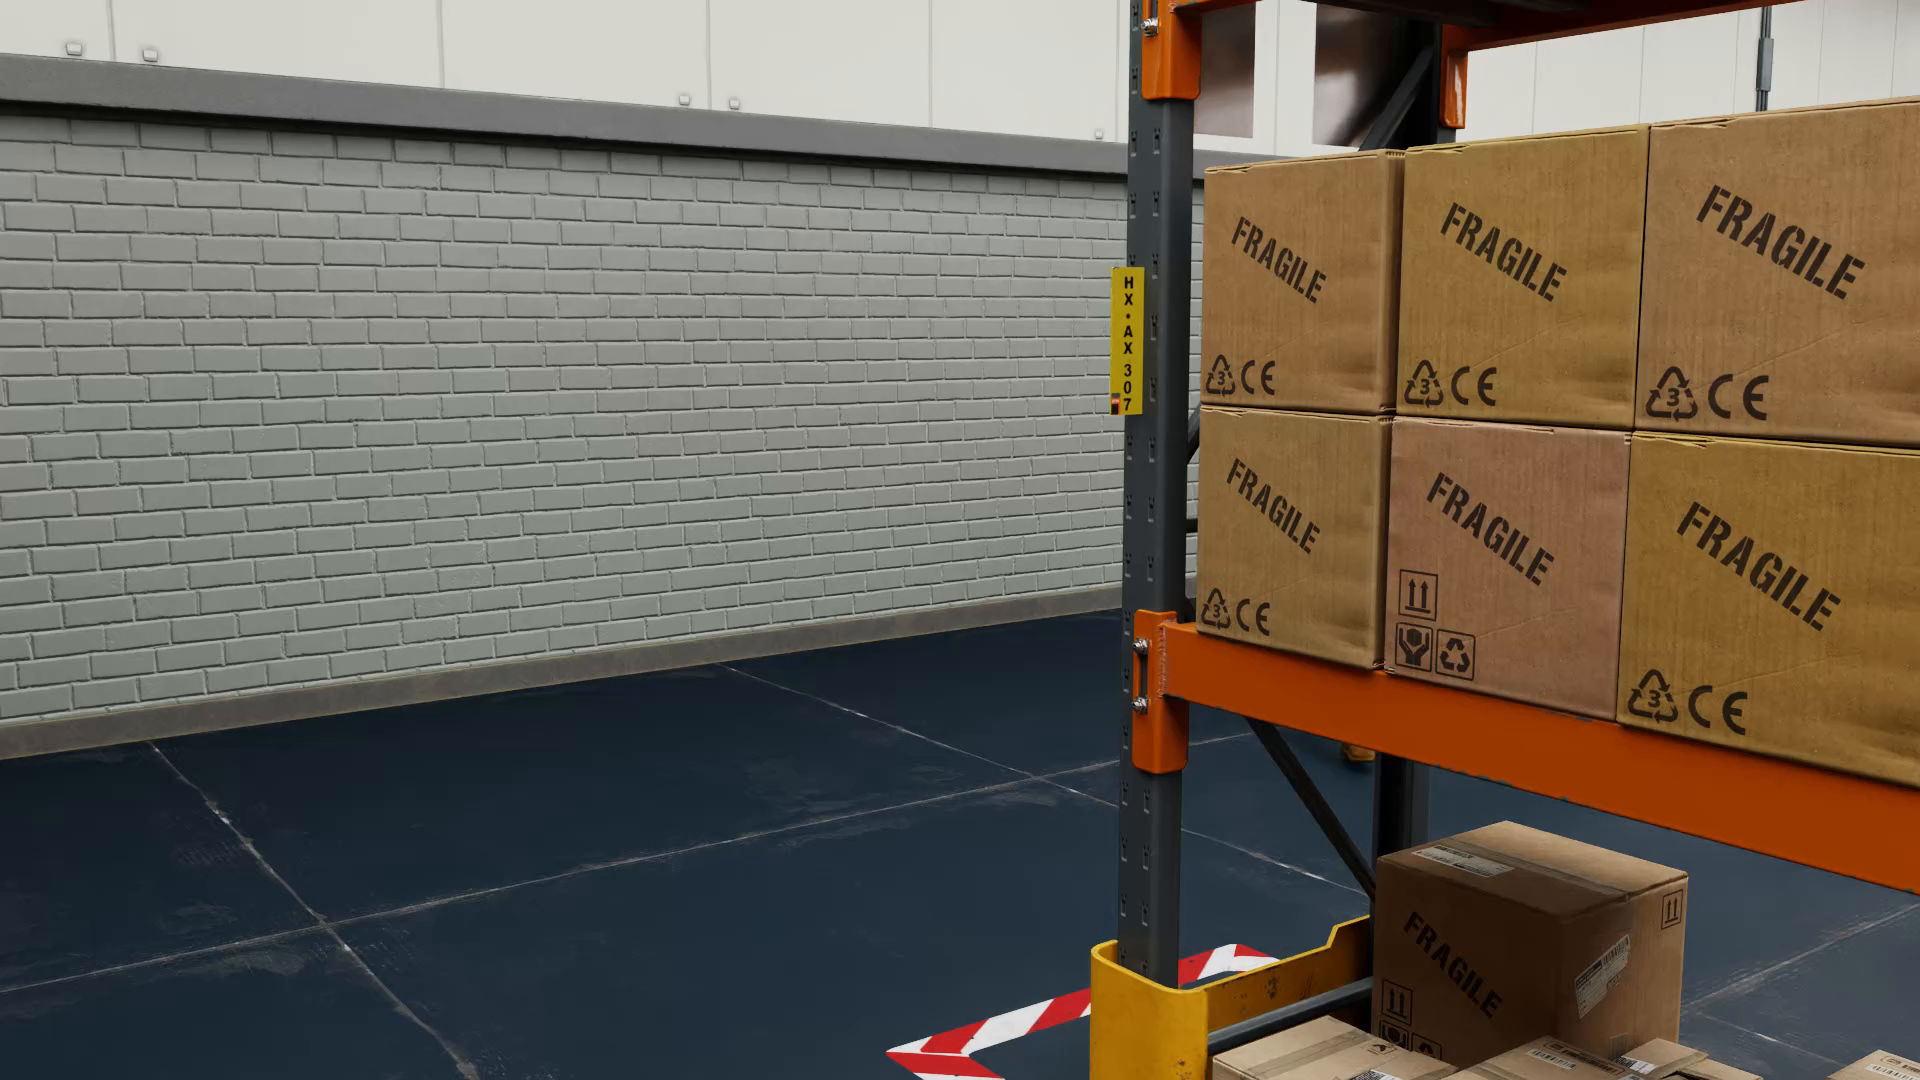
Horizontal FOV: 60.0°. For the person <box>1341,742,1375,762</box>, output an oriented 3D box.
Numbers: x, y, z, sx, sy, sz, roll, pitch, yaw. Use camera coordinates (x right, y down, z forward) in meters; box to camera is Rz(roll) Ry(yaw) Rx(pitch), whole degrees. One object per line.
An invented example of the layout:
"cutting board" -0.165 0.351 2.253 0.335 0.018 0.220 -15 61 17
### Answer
"person" 1.792 0.084 7.420 0.560 1.778 0.542 -2 8 -14
